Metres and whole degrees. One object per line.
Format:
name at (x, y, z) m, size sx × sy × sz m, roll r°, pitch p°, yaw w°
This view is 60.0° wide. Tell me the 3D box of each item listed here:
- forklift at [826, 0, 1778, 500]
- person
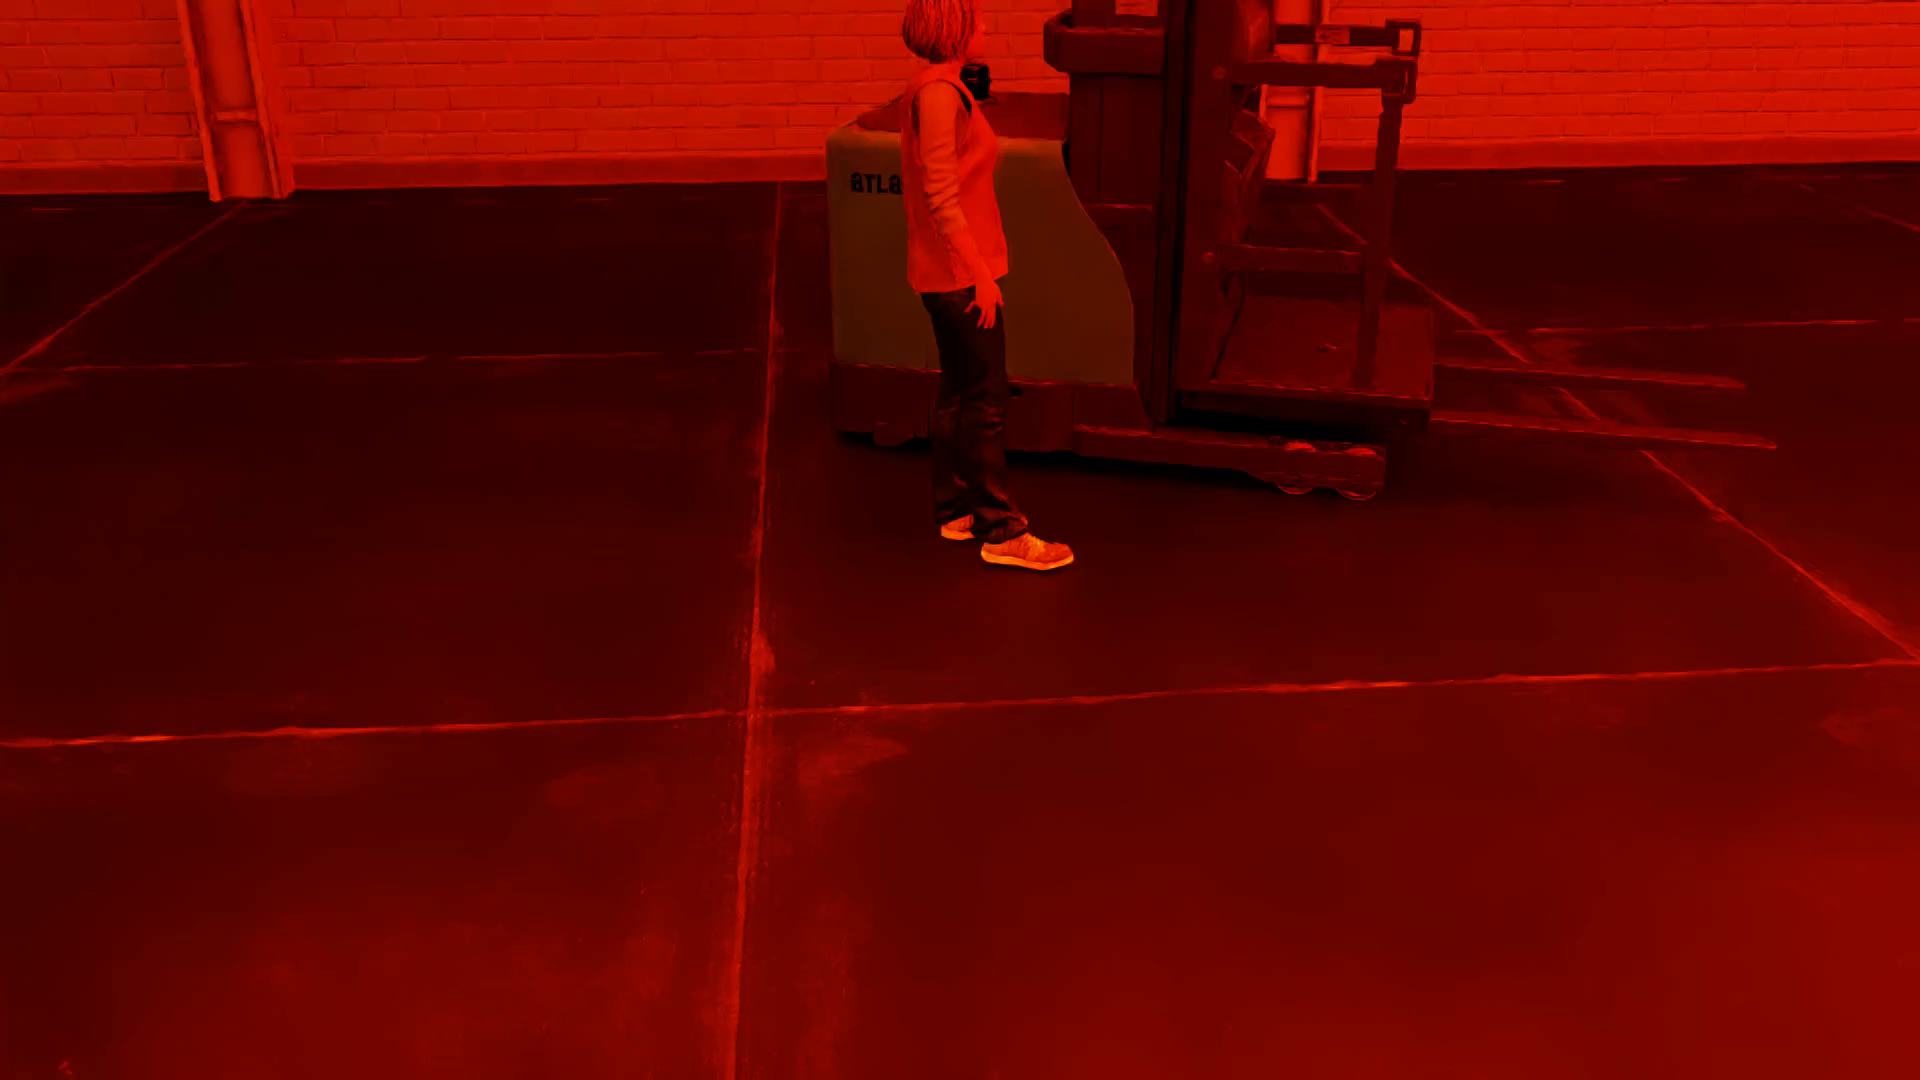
forklift at (1.126, -1.705, 5.245) m, size 3.031 × 2.935 × 1.130 m, roll 6°, pitch 24°, yaw 14°
person at (0.075, -0.735, 4.672) m, size 0.474 × 1.597 × 0.520 m, roll -2°, pitch 24°, yaw -5°
